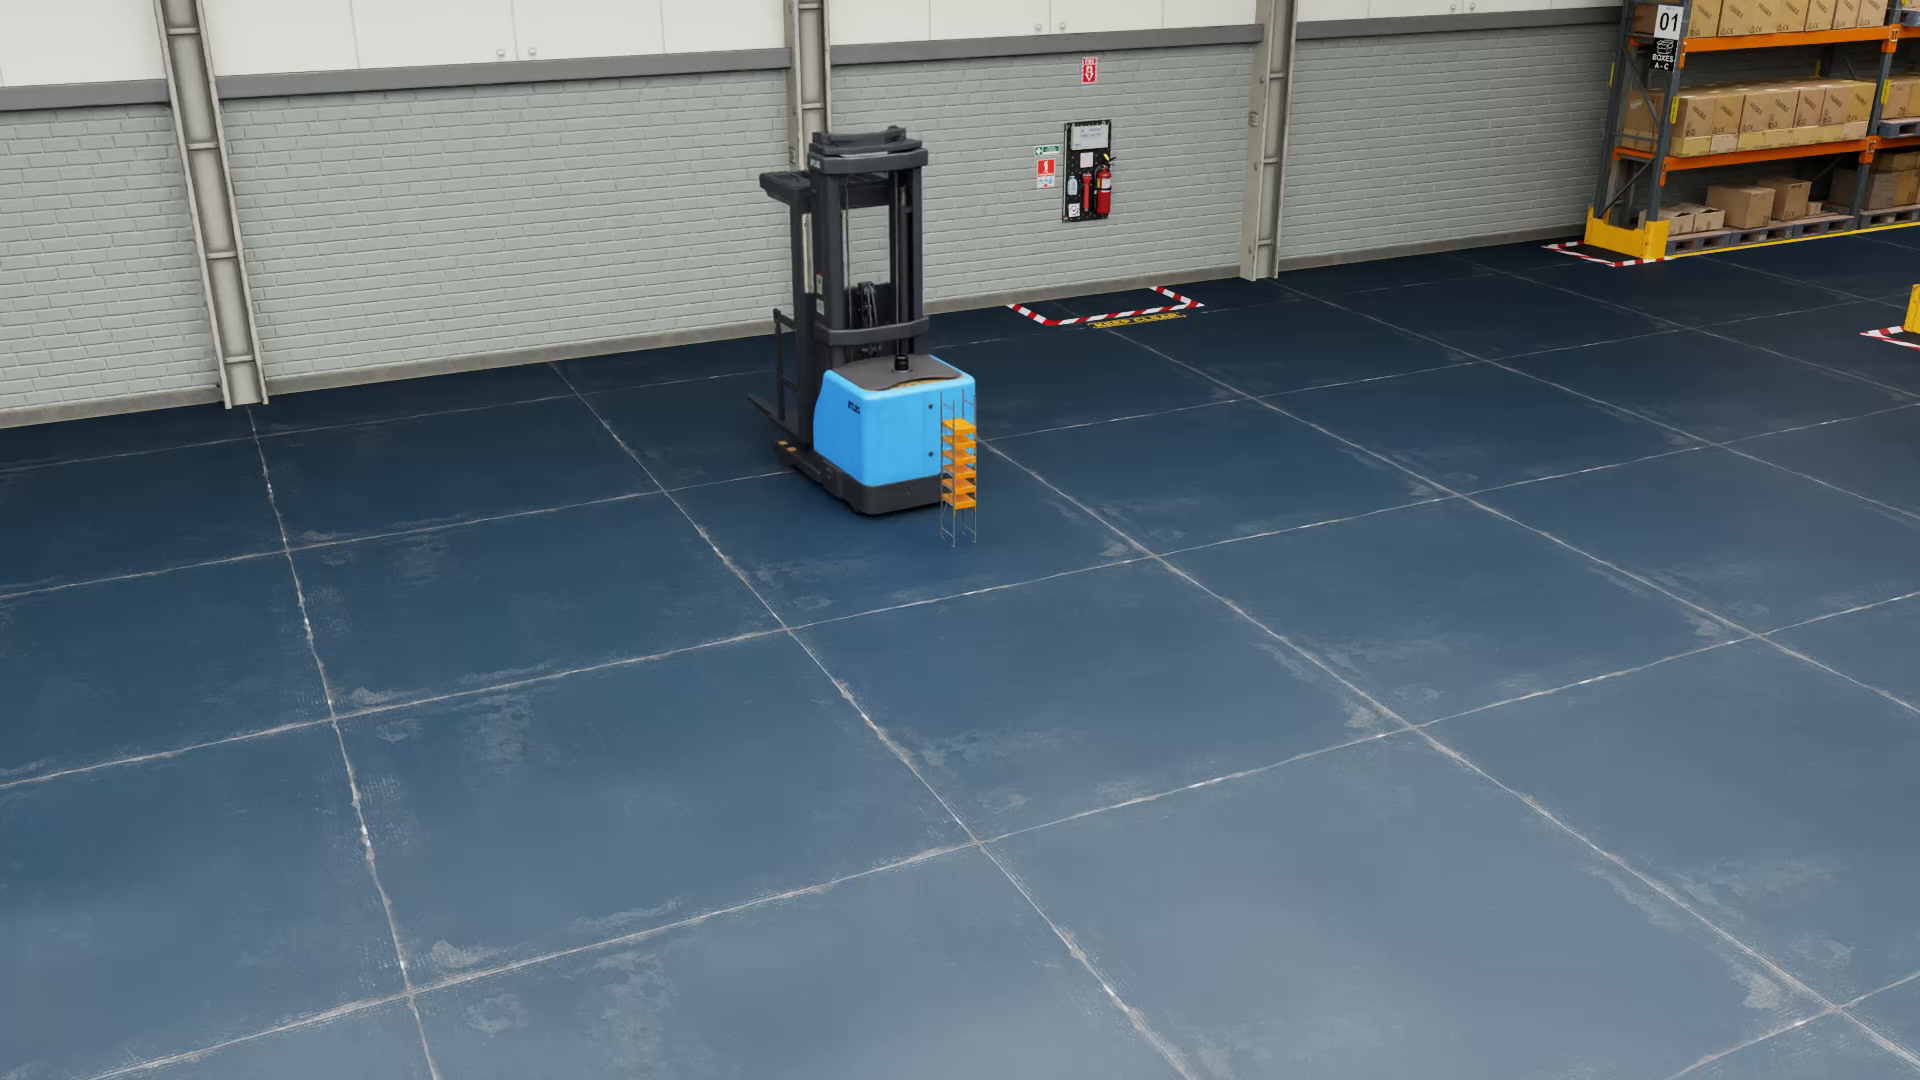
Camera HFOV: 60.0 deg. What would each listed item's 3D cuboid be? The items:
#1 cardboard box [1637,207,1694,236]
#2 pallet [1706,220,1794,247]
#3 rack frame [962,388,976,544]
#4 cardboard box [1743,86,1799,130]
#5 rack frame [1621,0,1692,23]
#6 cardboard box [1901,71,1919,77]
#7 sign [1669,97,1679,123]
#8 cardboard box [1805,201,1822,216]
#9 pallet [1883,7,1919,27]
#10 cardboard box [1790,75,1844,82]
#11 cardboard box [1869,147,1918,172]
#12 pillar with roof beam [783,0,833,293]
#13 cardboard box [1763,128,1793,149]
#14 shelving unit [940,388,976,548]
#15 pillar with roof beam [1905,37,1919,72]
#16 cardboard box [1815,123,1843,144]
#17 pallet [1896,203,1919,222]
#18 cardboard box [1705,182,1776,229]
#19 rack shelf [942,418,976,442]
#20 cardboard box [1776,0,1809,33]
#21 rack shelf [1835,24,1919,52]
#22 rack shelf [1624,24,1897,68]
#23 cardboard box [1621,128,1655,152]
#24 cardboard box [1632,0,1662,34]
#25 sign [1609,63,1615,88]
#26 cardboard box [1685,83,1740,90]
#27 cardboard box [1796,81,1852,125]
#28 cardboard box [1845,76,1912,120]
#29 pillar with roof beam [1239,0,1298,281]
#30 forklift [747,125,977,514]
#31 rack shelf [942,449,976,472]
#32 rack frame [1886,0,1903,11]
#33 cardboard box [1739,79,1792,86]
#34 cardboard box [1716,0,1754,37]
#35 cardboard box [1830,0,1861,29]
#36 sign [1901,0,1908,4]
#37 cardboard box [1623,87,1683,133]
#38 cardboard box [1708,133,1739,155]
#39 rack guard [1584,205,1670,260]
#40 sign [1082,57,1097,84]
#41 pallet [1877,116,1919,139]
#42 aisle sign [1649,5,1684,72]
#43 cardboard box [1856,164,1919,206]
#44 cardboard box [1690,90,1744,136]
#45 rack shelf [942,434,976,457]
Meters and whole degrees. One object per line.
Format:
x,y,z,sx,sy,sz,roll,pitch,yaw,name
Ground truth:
9.606,-4.360,22.625,0.500,0.311,0.500,-14,26,-30,cardboard box
10.857,-4.363,23.337,1.213,0.211,1.003,-10,25,-24,pallet
0.069,-0.567,12.874,0.006,1.200,0.240,-10,25,-24,rack frame
10.882,-5.829,22.423,0.500,0.500,0.500,-10,24,-22,cardboard box
8.944,-8.087,20.845,0.127,3.000,1.000,-10,25,-24,rack frame
14.108,-6.511,24.175,0.500,0.500,0.700,-7,23,-16,cardboard box
9.179,-5.528,21.375,0.005,0.325,0.100,-10,25,-24,sign
12.079,-4.774,23.813,0.250,0.166,0.380,-14,26,-30,cardboard box
13.151,-7.344,23.216,1.003,0.211,1.213,-10,25,-24,pallet
12.034,-6.259,23.462,0.500,0.500,0.500,-11,25,-25,cardboard box
13.599,-5.576,24.334,0.500,0.250,0.500,-11,25,-25,cardboard box
0.254,-5.027,13.453,0.400,9.000,9.100,-10,25,-24,pillar with roof beam
10.901,-5.483,22.568,0.500,0.250,0.500,-10,25,-23,cardboard box
-0.013,-0.552,12.838,0.189,1.200,0.258,-10,25,-24,shelving unit
16.473,-8.013,20.666,0.400,9.000,9.100,-10,25,-24,pillar with roof beam
11.800,-5.656,22.985,0.500,0.250,0.500,-10,25,-23,cardboard box
14.350,-5.024,24.934,1.213,0.211,1.003,-10,25,-24,pallet
10.803,-4.647,23.069,0.500,0.500,0.700,-12,25,-27,cardboard box
-0.013,-0.844,12.717,0.180,0.103,0.258,-10,25,-24,rack shelf
10.793,-6.987,21.951,0.500,0.500,0.500,-9,24,-20,cardboard box
14.350,-7.364,23.960,4.000,0.370,1.077,-10,25,-24,rack shelf
10.746,-6.701,22.358,4.000,0.370,1.077,-10,25,-24,rack shelf
9.281,-5.400,22.366,0.500,0.250,0.500,-10,25,-23,cardboard box
9.210,-6.913,21.774,0.500,0.500,0.500,-9,24,-20,cardboard box
8.721,-6.191,22.180,0.005,0.325,0.100,-10,25,-24,sign
10.198,-5.921,22.644,0.500,0.500,0.500,-11,25,-25,cardboard box
11.809,-5.996,22.825,0.500,0.500,0.500,-11,25,-24,cardboard box
13.021,-6.301,23.667,0.500,0.500,0.700,-10,25,-23,cardboard box
5.660,-6.023,15.857,0.400,9.000,9.100,-10,25,-24,pillar with roof beam
-1.010,-2.082,14.272,1.130,2.935,3.031,-12,25,-26,forklift
-0.013,-0.622,12.809,0.180,0.103,0.258,-10,25,-24,rack shelf
12.548,-8.751,22.448,0.127,3.000,1.000,-10,25,-24,rack frame
11.115,-6.094,23.063,0.500,0.500,0.500,-10,24,-22,cardboard box
9.853,-6.803,21.507,0.500,0.500,0.500,-9,24,-20,cardboard box
11.739,-7.172,22.398,0.500,0.500,0.500,-13,26,-28,cardboard box
12.790,-7.418,22.474,0.005,0.325,0.100,-10,25,-24,sign
9.276,-5.753,22.239,0.500,0.500,0.500,-11,25,-24,cardboard box
9.983,-5.318,22.168,0.500,0.250,0.500,-11,25,-25,cardboard box
9.012,-4.173,22.501,0.348,0.500,1.175,-10,25,-24,rack guard
1.499,-5.442,19.266,0.199,0.298,0.001,-10,25,-24,sign
13.300,-5.967,23.817,1.213,0.211,1.003,-10,25,-24,pallet
9.009,-6.401,21.216,0.004,0.787,0.394,-10,25,-24,aisle sign
13.648,-5.258,24.547,0.500,0.500,0.700,-11,25,-25,cardboard box
9.954,-5.656,22.004,0.500,0.500,0.500,-10,25,-23,cardboard box
-0.013,-0.733,12.763,0.180,0.103,0.258,-10,25,-24,rack shelf
